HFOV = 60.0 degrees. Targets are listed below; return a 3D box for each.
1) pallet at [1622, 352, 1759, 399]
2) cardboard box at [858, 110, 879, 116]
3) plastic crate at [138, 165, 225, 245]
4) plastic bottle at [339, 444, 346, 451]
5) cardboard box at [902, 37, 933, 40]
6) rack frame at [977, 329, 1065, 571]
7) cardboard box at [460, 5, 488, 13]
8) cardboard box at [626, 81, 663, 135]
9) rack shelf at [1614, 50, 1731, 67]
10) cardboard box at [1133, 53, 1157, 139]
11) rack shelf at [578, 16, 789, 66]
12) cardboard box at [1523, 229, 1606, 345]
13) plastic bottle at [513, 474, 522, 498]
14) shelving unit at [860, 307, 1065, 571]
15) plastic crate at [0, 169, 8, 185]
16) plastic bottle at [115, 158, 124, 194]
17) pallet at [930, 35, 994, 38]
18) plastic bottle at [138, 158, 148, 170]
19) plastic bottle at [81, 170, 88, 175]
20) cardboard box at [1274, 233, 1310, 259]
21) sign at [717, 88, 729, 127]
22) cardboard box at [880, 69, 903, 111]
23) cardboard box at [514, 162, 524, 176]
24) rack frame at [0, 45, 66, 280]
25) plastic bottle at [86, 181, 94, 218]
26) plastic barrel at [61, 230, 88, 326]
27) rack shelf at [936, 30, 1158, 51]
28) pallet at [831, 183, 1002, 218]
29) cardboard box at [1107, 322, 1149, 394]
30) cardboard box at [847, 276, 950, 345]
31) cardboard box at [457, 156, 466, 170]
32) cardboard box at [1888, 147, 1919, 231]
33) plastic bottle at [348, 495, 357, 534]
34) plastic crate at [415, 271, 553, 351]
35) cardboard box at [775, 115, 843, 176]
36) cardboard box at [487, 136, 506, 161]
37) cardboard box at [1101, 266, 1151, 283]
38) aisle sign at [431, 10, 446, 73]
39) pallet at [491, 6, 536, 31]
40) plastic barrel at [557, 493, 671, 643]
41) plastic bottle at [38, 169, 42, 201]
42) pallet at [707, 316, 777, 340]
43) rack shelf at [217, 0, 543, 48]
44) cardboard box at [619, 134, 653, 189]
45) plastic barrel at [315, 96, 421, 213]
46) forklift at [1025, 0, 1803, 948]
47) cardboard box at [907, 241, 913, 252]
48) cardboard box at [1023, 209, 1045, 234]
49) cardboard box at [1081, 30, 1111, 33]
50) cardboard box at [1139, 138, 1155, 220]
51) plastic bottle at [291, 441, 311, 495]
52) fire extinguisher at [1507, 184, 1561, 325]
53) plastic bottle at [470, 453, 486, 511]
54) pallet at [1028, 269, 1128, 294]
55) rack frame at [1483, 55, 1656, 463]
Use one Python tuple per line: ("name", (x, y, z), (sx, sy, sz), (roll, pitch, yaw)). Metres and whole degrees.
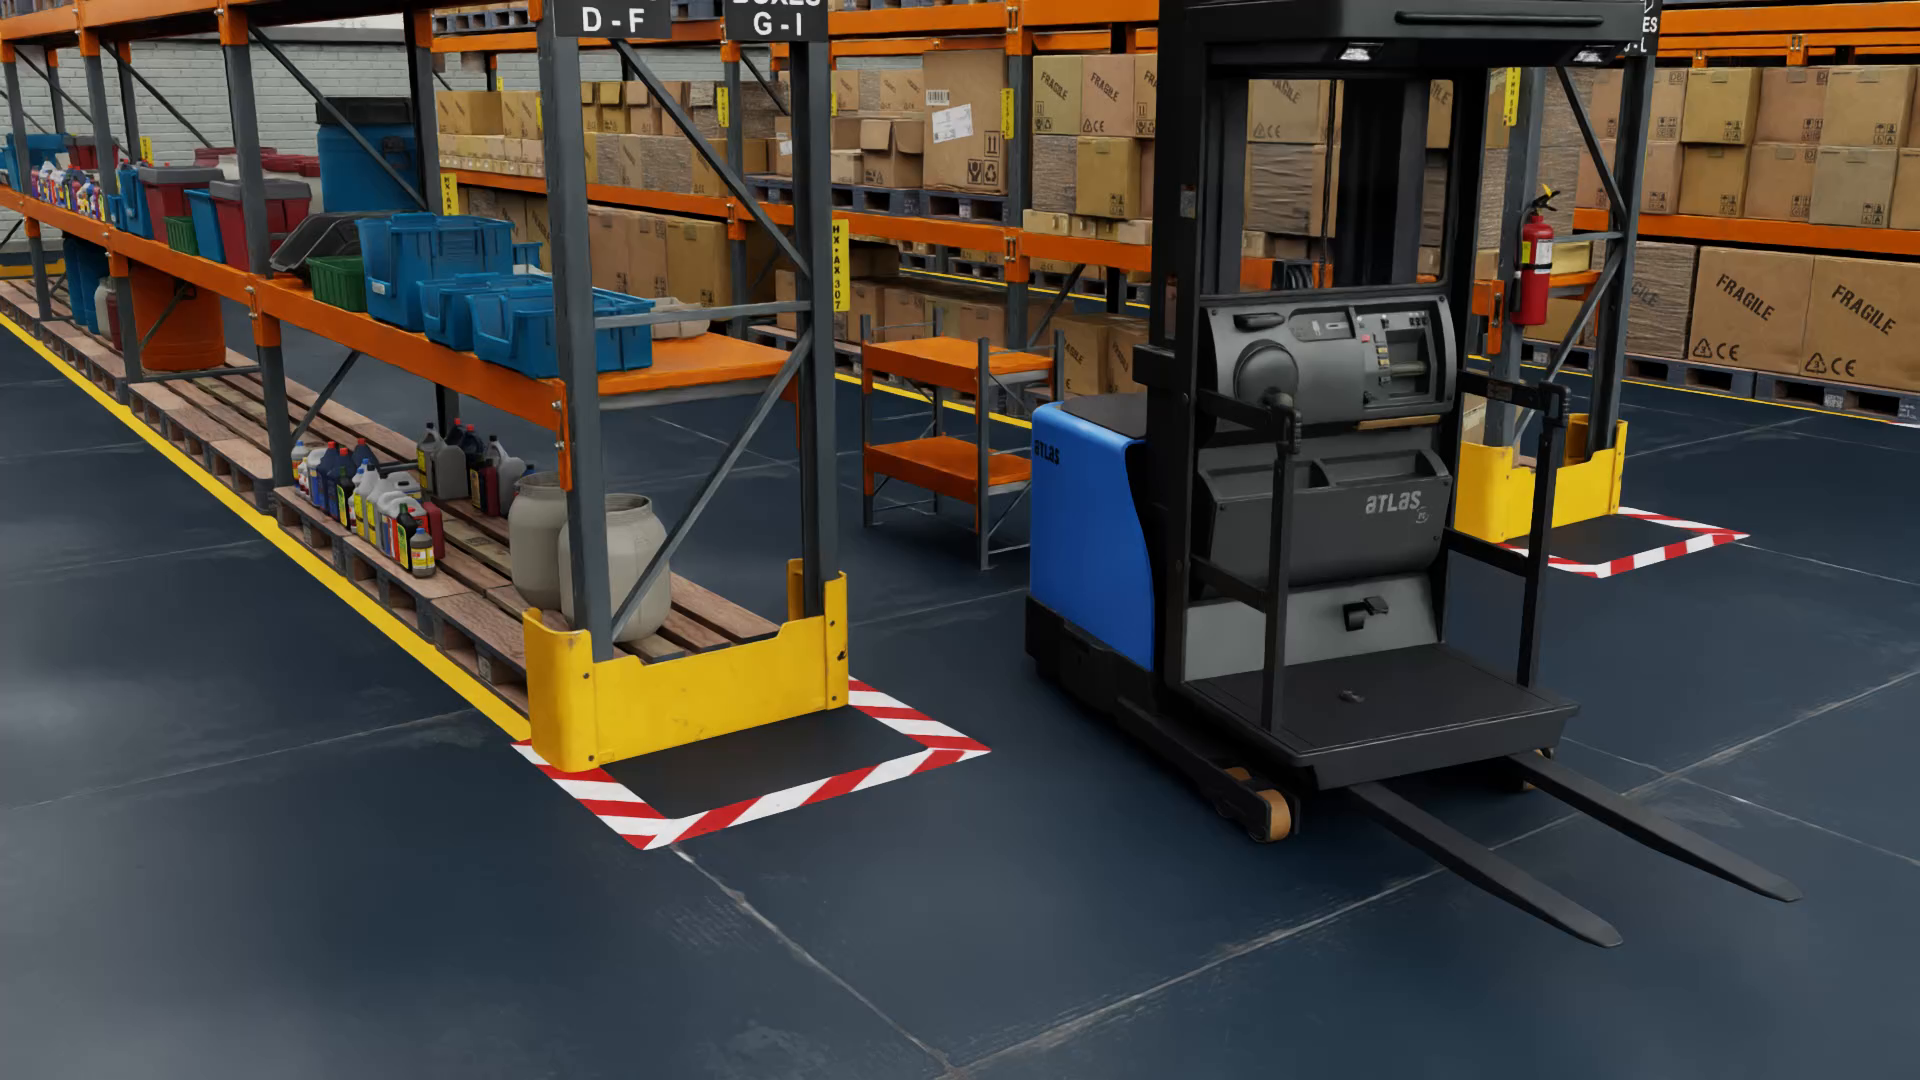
("pallet", (5.943, -1.355, 13.129), (1.003, 0.211, 1.213), (-11, 19, -35))
("cardboard box", (-0.974, -5.313, 21.552), (0.500, 0.500, 0.500), (-11, 19, -35))
("plastic crate", (-4.889, -2.111, 10.486), (0.402, 0.464, 0.583), (-11, 19, -35))
("plastic bottle", (-3.109, -0.336, 8.435), (0.061, 0.283, 0.133), (-11, 19, -35))
("cardboard box", (-0.373, -6.281, 20.446), (0.500, 0.250, 0.500), (-10, 18, -33))
("rack frame", (0.295, -0.435, 8.036), (0.500, 1.125, 0.032), (-11, 19, -35))
("cardboard box", (-5.363, -6.351, 19.243), (0.700, 0.500, 0.500), (-12, 20, -38))
("cardboard box", (-2.783, -4.214, 16.201), (0.797, 0.503, 0.637), (-10, 18, -33))
("rack shelf", (9.268, -7.078, 24.435), (1.077, 0.370, 4.000), (-11, 19, -35))
("cardboard box", (1.414, -2.712, 10.157), (0.500, 0.500, 0.500), (-11, 19, -35))
("rack shelf", (-2.761, -4.768, 15.997), (1.077, 0.370, 4.000), (-11, 19, -35))
("cardboard box", (5.151, -2.168, 14.045), (0.875, 0.875, 0.875), (-11, 19, -34))
("plastic bottle", (-2.141, -0.222, 8.173), (0.097, 0.201, 0.097), (0, 15, 0))
("shelving unit", (-0.004, -0.544, 8.433), (0.538, 1.125, 1.048), (-11, 19, -35))
("plastic crate", (-9.210, -3.554, 16.264), (0.293, 0.136, 0.466), (-11, 19, -35))
("plastic bottle", (-7.255, -3.135, 14.443), (0.144, 0.351, 0.185), (-11, 19, -35))
("pallet", (0.411, -6.052, 19.679), (1.213, 0.211, 1.003), (-11, 19, -35))
("plastic bottle", (-7.030, -3.118, 14.380), (0.144, 0.351, 0.185), (-11, 19, -35))
("plastic bottle", (-7.312, -2.935, 13.852), (0.152, 0.276, 0.135), (-11, 19, -35))
("cardboard box", (2.036, -1.705, 9.600), (0.380, 0.149, 0.250), (-11, 19, -35))
("sign", (-2.032, -3.713, 14.267), (0.100, 0.325, 0.005), (-11, 19, -35))
("cardboard box", (-0.669, -5.686, 21.021), (0.500, 0.500, 0.500), (-12, 19, -36))
("cardboard box", (-4.684, -4.099, 18.345), (0.380, 0.149, 0.250), (-11, 19, -35))
("rack frame", (-10.295, -4.181, 18.170), (1.000, 3.000, 0.127), (-11, 19, -35))
("plastic bottle", (-6.478, -2.549, 12.452), (0.097, 0.271, 0.097), (0, 15, 0))
("plastic barrel", (-7.637, -2.399, 14.837), (0.600, 0.901, 0.708), (-11, 19, -35))
("rack shelf", (1.310, -5.517, 18.731), (1.077, 0.370, 4.000), (-11, 19, -35))
("pallet", (-0.388, -2.733, 13.242), (1.003, 0.211, 1.213), (-11, 19, -35))
("cardboard box", (1.312, -1.172, 11.114), (0.500, 0.500, 0.500), (-5, 16, -17))
("cardboard box", (-0.500, -1.872, 13.634), (0.700, 0.500, 0.500), (-9, 18, -30))
("cardboard box", (-5.741, -4.482, 19.747), (0.380, 0.149, 0.250), (-11, 19, -36))
("cardboard box", (6.935, -2.426, 11.474), (0.875, 0.550, 0.550), (-11, 19, -35))
("plastic bottle", (-2.842, -0.140, 7.873), (0.097, 0.201, 0.097), (0, 15, 0))
("plastic crate", (-1.801, -0.893, 6.437), (0.499, 0.251, 0.408), (-11, 19, -35))
("cardboard box", (-1.235, -3.383, 14.270), (0.500, 0.500, 0.500), (-14, 21, -41))
("cardboard box", (-5.016, -4.439, 18.835), (0.500, 0.250, 0.500), (-10, 18, -33))
("cardboard box", (1.888, -3.087, 18.111), (0.500, 0.500, 0.500), (-11, 19, -35))
("aisle sign", (-6.574, -6.173, 20.522), (0.394, 0.787, 0.004), (-11, 19, -35))
("pallet", (-4.410, -5.676, 18.118), (1.003, 0.211, 1.213), (-11, 19, -35))
("plastic barrel", (-1.337, 0.104, 6.430), (0.421, 0.512, 0.421), (0, 15, 0))
("plastic bottle", (-7.855, -3.049, 14.279), (0.097, 0.271, 0.097), (0, 15, 0))
("pallet", (-1.988, -2.077, 15.763), (1.003, 0.211, 1.213), (-11, 19, -35))
("rack shelf", (-2.064, -2.291, 6.946), (1.077, 0.370, 4.000), (-11, 19, -35))
("cardboard box", (-2.971, -3.683, 16.162), (0.500, 0.500, 0.500), (-10, 18, -33))
("plastic barrel", (-3.222, -1.990, 9.215), (0.600, 0.901, 0.708), (-11, 19, -35))
("forklift", (1.302, -0.602, 5.225), (1.130, 2.935, 3.031), (-6, 17, -22))
("cardboard box", (-0.457, -3.771, 21.276), (0.380, 0.149, 0.250), (-10, 18, -33))
("cardboard box", (0.650, -2.174, 11.312), (0.380, 0.149, 0.250), (-11, 19, -35))
("cardboard box", (1.640, -5.672, 17.746), (0.500, 0.500, 0.500), (-11, 19, -35))
("cardboard box", (1.622, -2.270, 10.435), (0.875, 0.500, 0.500), (-11, 19, -35))
("plastic bottle", (-3.407, -0.379, 8.613), (0.097, 0.271, 0.097), (0, 15, 0))
("fire extinguisher", (2.813, -1.400, 8.156), (0.296, 0.674, 0.183), (-11, 19, -35))
("plastic bottle", (-2.393, -0.297, 8.289), (0.061, 0.283, 0.133), (-11, 19, -35))
("pallet", (1.315, -3.072, 19.401), (1.003, 0.211, 1.213), (-11, 19, -35))
("rack frame", (3.119, -1.533, 8.496), (1.000, 3.000, 0.127), (-11, 19, -35))
